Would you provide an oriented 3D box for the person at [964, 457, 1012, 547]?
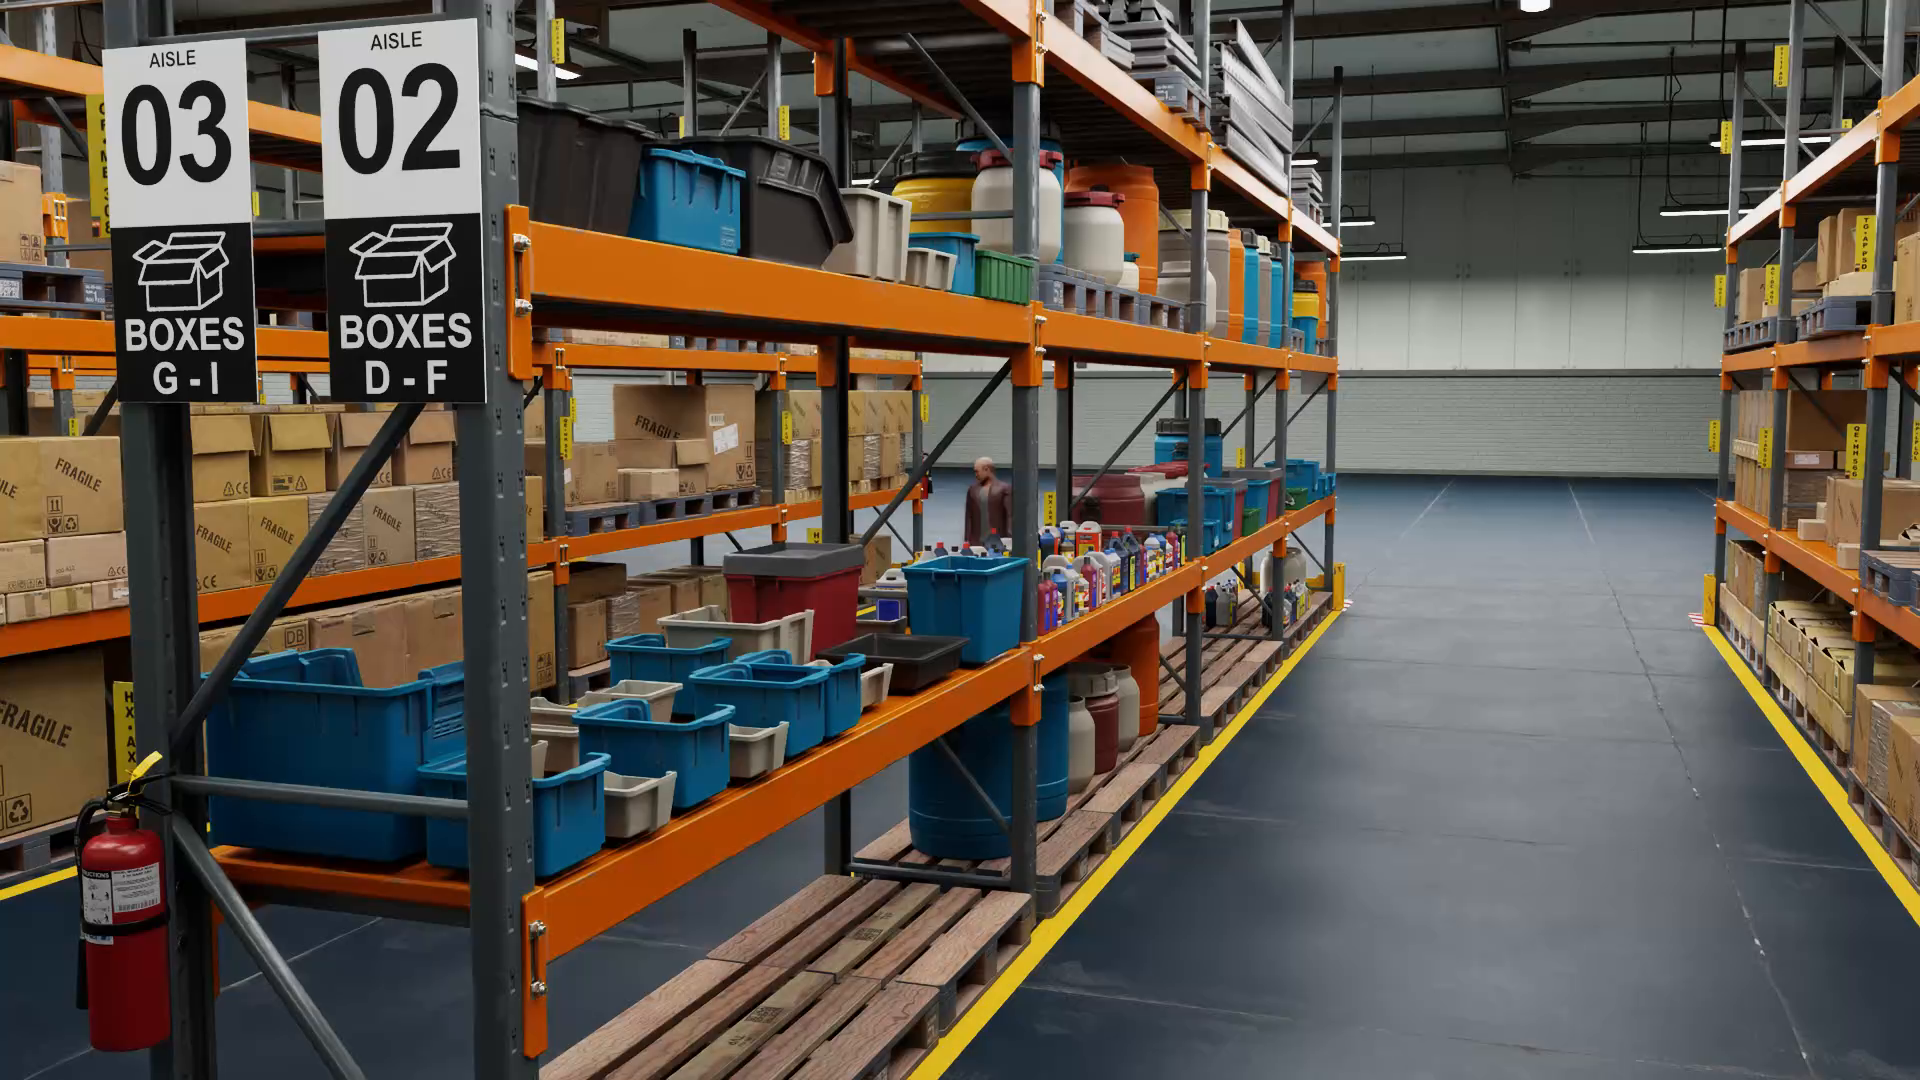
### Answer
[{"bbox_3d":[0.300,0.047,16.797,0.623,1.767,0.816,2,5,19],"label":"person"}]
